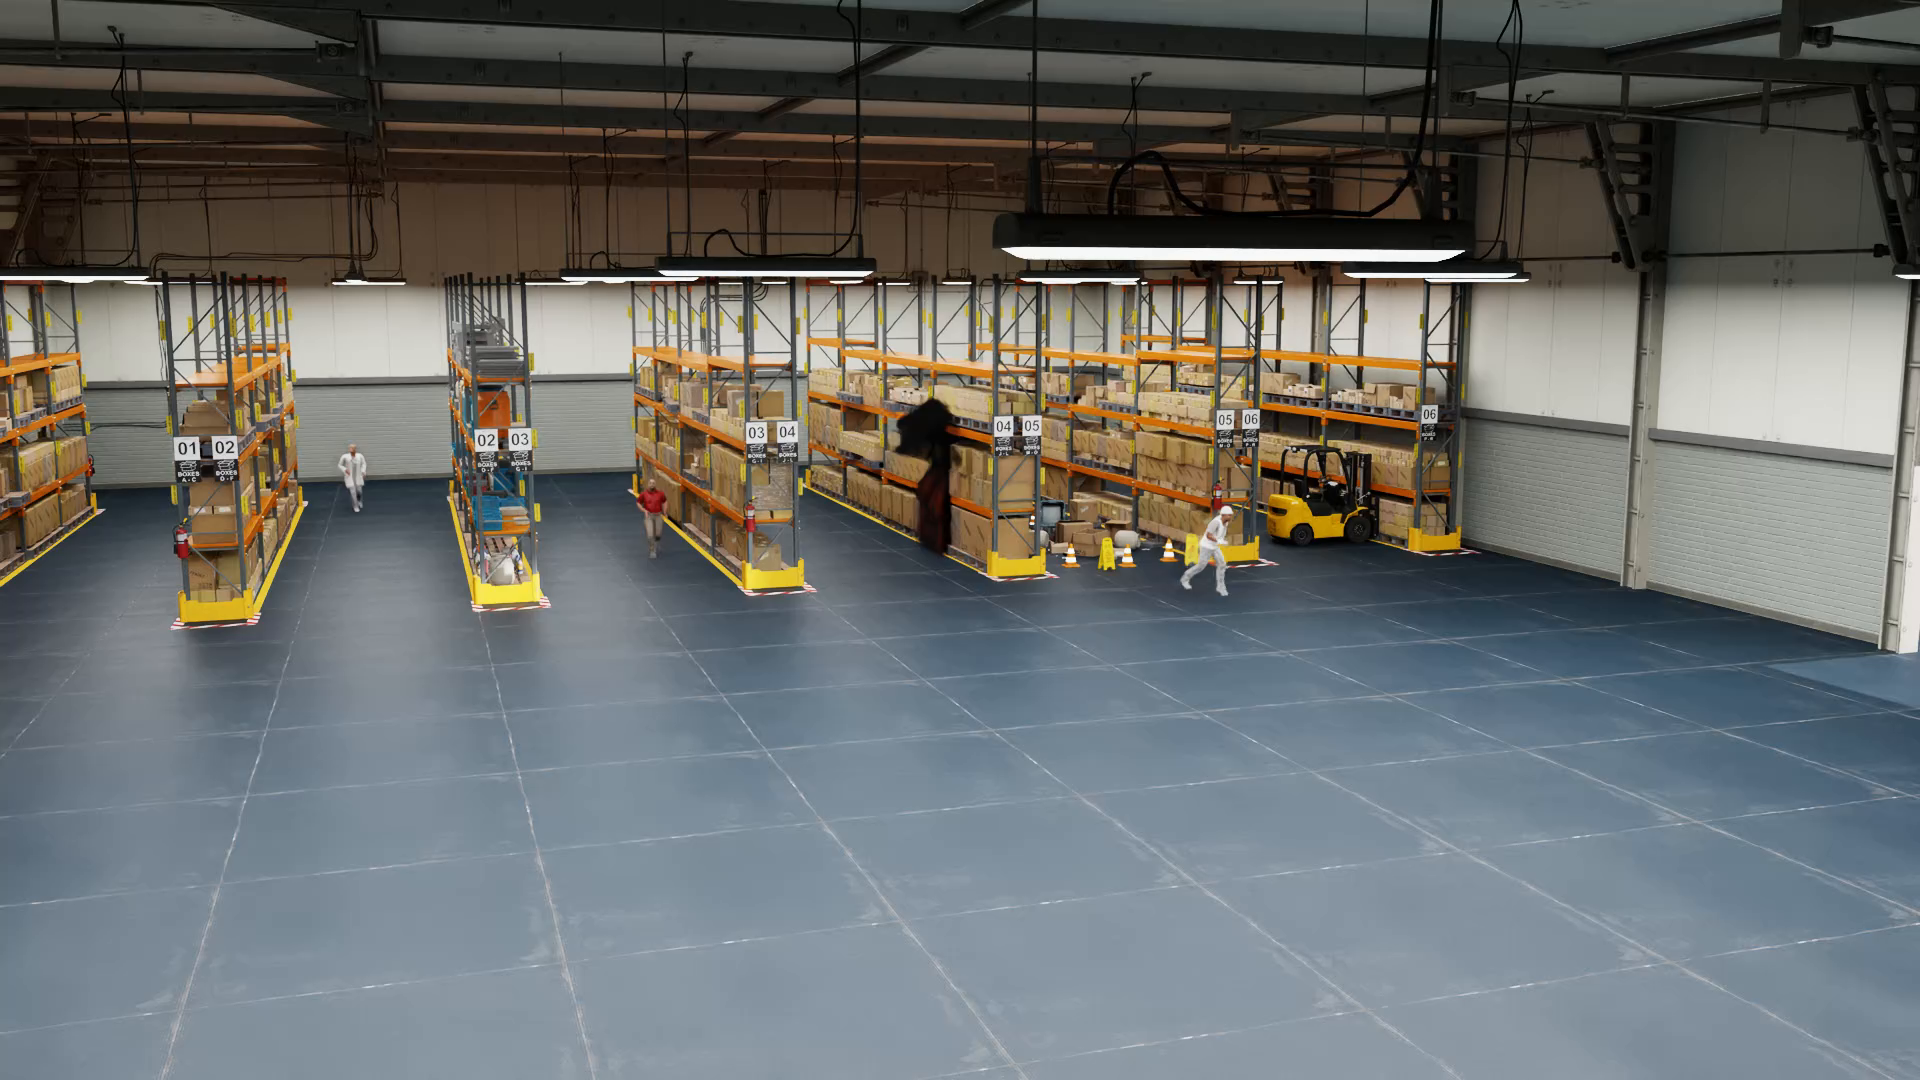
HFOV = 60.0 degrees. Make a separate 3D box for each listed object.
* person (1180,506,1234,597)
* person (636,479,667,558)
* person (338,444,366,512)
[{"bbox_3d":[4.654,0.194,31.337,1.054,1.730,0.728,5,10,28],"label":"person"},{"bbox_3d":[-6.603,-0.476,35.732,0.665,1.688,0.603,-3,9,-16],"label":"person"},{"bbox_3d":[-15.661,-1.601,42.923,0.698,1.745,0.678,-5,10,-29],"label":"person"}]
